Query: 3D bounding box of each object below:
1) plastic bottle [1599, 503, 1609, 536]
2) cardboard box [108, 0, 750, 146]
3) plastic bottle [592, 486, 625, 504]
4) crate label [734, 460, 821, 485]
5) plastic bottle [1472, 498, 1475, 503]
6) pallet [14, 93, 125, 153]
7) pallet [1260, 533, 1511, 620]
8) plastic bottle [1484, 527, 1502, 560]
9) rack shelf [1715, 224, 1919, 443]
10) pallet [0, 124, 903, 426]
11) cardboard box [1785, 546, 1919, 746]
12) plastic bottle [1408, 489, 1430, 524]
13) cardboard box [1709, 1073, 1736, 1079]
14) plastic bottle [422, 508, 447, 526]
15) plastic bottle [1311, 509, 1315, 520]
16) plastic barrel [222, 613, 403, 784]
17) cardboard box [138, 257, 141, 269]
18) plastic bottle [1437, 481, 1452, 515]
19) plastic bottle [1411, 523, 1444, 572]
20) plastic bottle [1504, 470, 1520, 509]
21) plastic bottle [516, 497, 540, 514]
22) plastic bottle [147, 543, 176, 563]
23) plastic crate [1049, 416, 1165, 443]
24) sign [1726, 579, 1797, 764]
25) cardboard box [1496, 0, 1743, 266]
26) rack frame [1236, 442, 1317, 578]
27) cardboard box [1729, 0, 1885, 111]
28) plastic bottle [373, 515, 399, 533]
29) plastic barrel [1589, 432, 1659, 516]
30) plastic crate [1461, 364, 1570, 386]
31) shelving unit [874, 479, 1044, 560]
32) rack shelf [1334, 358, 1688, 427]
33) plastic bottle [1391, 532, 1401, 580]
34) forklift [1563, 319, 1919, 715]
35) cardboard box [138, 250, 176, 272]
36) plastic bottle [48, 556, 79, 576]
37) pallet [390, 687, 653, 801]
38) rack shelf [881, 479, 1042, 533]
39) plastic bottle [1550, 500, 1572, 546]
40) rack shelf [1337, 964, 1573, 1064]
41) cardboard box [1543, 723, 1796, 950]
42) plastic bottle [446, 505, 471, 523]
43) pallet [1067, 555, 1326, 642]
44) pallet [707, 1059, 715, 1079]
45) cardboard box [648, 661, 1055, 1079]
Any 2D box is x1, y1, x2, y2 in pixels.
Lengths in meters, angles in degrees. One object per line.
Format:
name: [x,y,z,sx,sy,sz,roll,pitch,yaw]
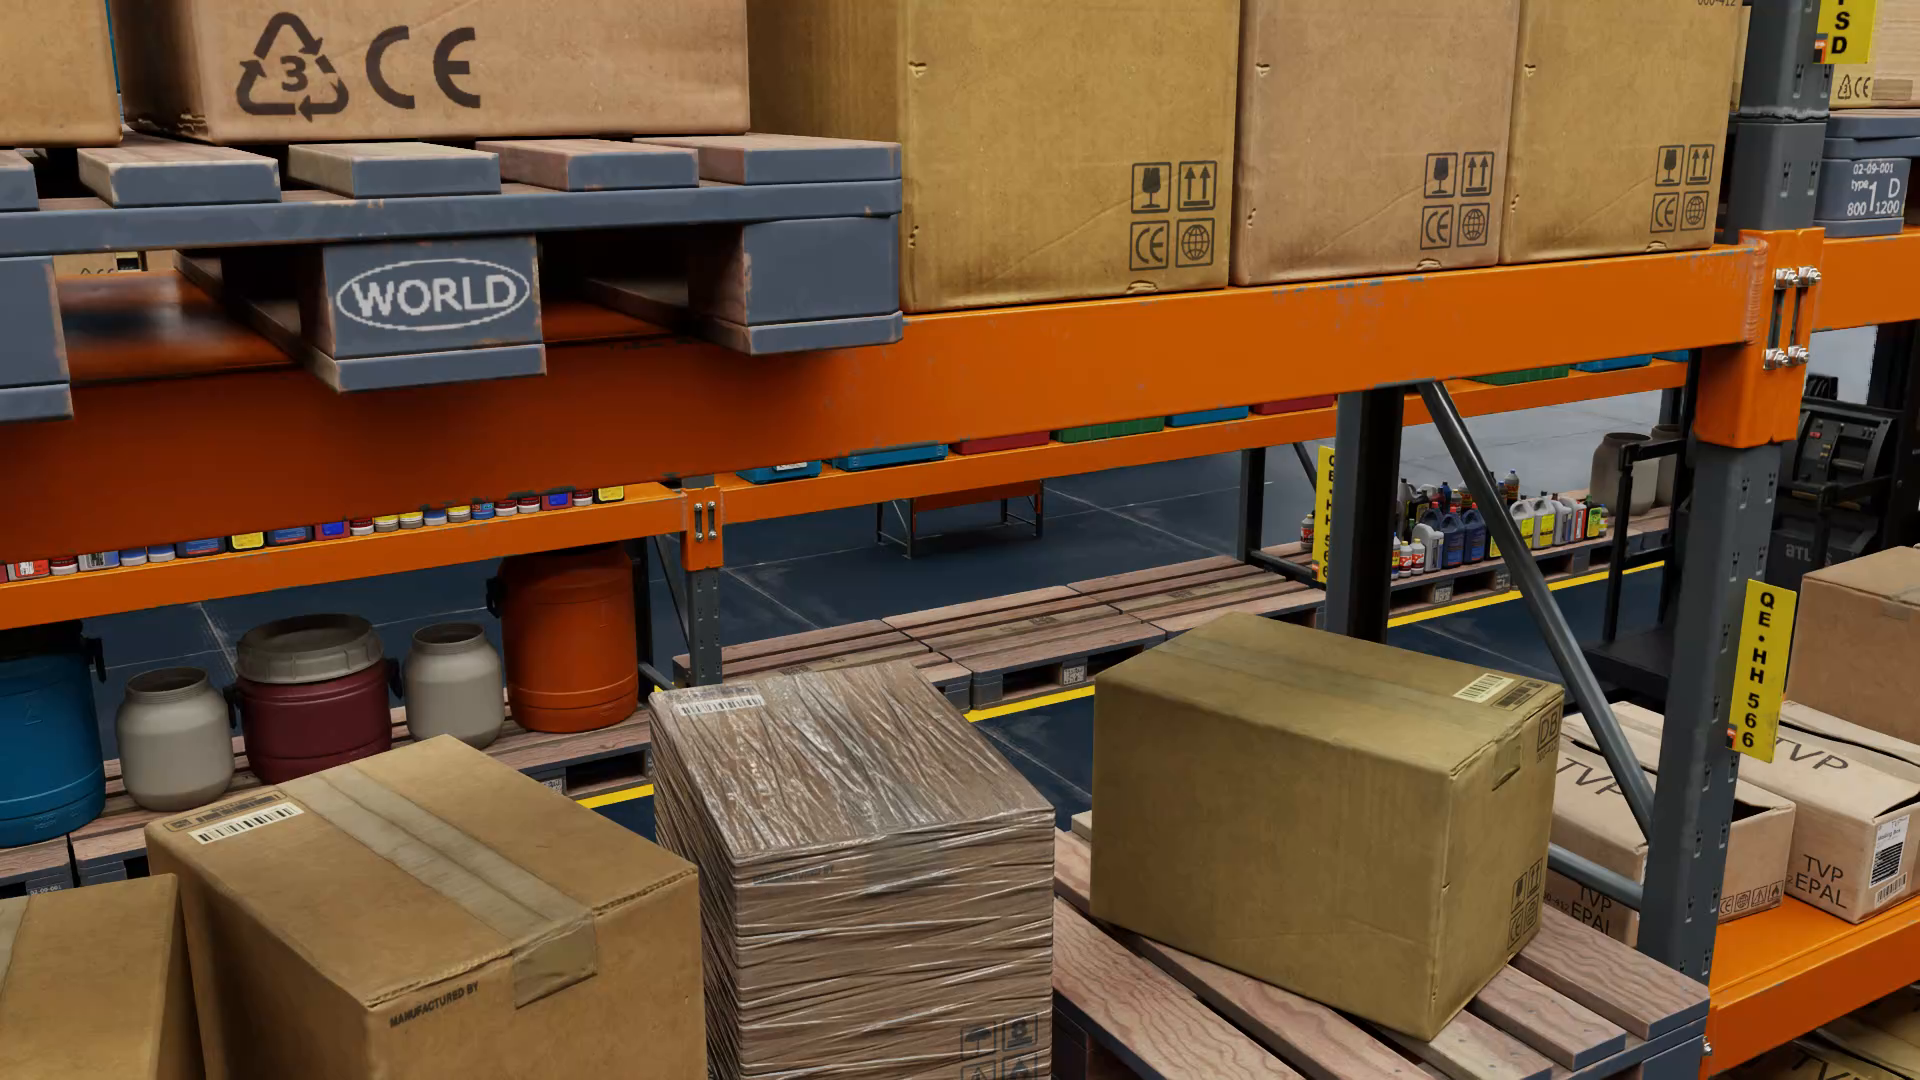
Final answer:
plastic bottle: [4.118,-0.134,10.699,0.097,0.201,0.097,0,16,0]
cardboard box: [-0.660,-0.793,1.977,0.600,0.600,0.600,-10,19,-32]
plastic bottle: [-1.518,-0.303,7.150,0.133,0.283,0.061,-9,18,-30]
crate label: [-0.837,-0.405,7.609,0.416,0.233,0.303,-9,18,-30]
plastic bottle: [3.458,-0.297,11.151,0.097,0.271,0.097,0,16,0]
pallet: [-3.227,-1.601,6.358,1.213,0.211,1.003,-9,18,-30]
pallet: [2.635,0.189,10.345,1.213,0.211,1.003,-9,18,-30]
plastic bottle: [3.268,-0.030,10.176,0.133,0.283,0.061,-8,18,-27]
rack shelf: [2.871,-0.744,4.280,4.000,0.370,1.077,-9,18,-30]
pallet: [-0.789,-0.385,2.015,1.003,0.211,1.213,-9,18,-30]
cardboard box: [2.587,0.347,4.428,0.500,0.500,0.500,-10,19,-33]
plastic bottle: [2.958,-0.182,10.718,0.133,0.283,0.061,-9,18,-30]
cardboard box: [1.757,1.479,3.852,0.500,0.311,0.500,-9,18,-28]
plastic bottle: [-2.158,-0.199,6.801,0.097,0.271,0.097,0,16,0]
plastic bottle: [2.280,-0.117,10.488,0.133,0.283,0.061,-8,18,-27]
plastic barrel: [-2.770,0.674,7.139,0.708,0.588,0.600,-9,18,-30]
cardboard box: [-9.680,-3.055,19.910,0.875,0.875,0.875,-9,18,-30]
plastic bottle: [3.199,-0.255,11.001,0.097,0.271,0.097,0,16,0]
plastic bottle: [2.800,0.035,9.957,0.135,0.276,0.152,-8,18,-28]
plastic bottle: [3.752,-0.344,11.321,0.097,0.271,0.097,0,16,0]
plastic bottle: [-1.824,-0.220,7.004,0.097,0.201,0.097,0,16,0]
plastic bottle: [-3.037,-0.057,6.293,0.097,0.271,0.097,0,16,0]
plastic crate: [0.690,-0.661,8.602,0.662,0.188,0.450,-9,18,-30]
sign: [1.444,0.237,3.007,0.005,0.325,0.100,-9,18,-30]
cardboard box: [0.800,-0.792,2.934,0.500,0.500,0.910,-9,18,-30]
rack frame: [2.038,-1.070,9.670,0.127,3.000,1.000,-9,18,-30]
cardboard box: [1.517,-1.018,3.426,0.500,0.250,0.500,-11,19,-34]
plastic bottle: [-2.325,-0.138,6.714,0.097,0.201,0.097,0,16,0]
plastic barrel: [4.512,-0.452,11.295,0.421,0.512,0.421,0,16,0]
plastic crate: [3.347,-1.091,10.139,0.662,0.188,0.450,-9,18,-30]
shelving unit: [-0.006,-0.541,11.255,1.048,1.125,0.538,-9,18,-30]
rack shelf: [3.752,-1.002,10.759,4.000,0.370,1.077,-9,18,-30]
plastic bottle: [2.537,0.089,9.775,0.097,0.271,0.097,0,16,0]
forklift: [3.726,-0.493,7.739,3.031,2.935,1.130,-10,19,-32]
cardboard box: [-5.137,-2.003,10.956,0.637,0.503,0.797,-9,18,-28]
plastic bottle: [-3.320,0.023,6.139,0.097,0.201,0.097,0,16,0]
pallet: [-2.045,0.948,7.638,1.213,0.211,1.003,-9,18,-30]
rack shelf: [-0.006,-0.305,11.321,1.000,0.278,0.538,-9,18,-30]
plastic bottle: [3.769,-0.122,10.518,0.135,0.276,0.152,-10,18,-31]
rack shelf: [-0.558,1.257,2.702,4.000,0.370,1.077,-9,18,-30]
cardboard box: [1.491,0.635,3.753,0.500,0.311,0.500,-8,18,-26]
plastic bottle: [-2.074,-0.179,6.859,0.097,0.201,0.097,0,16,0]
pallet: [1.385,0.391,9.625,1.213,0.211,1.003,-9,18,-30]
pallet: [-0.508,0.996,2.654,1.213,0.211,1.003,-9,18,-30]
cardboard box: [-0.207,0.579,2.825,0.500,0.500,0.700,-6,17,-19]
